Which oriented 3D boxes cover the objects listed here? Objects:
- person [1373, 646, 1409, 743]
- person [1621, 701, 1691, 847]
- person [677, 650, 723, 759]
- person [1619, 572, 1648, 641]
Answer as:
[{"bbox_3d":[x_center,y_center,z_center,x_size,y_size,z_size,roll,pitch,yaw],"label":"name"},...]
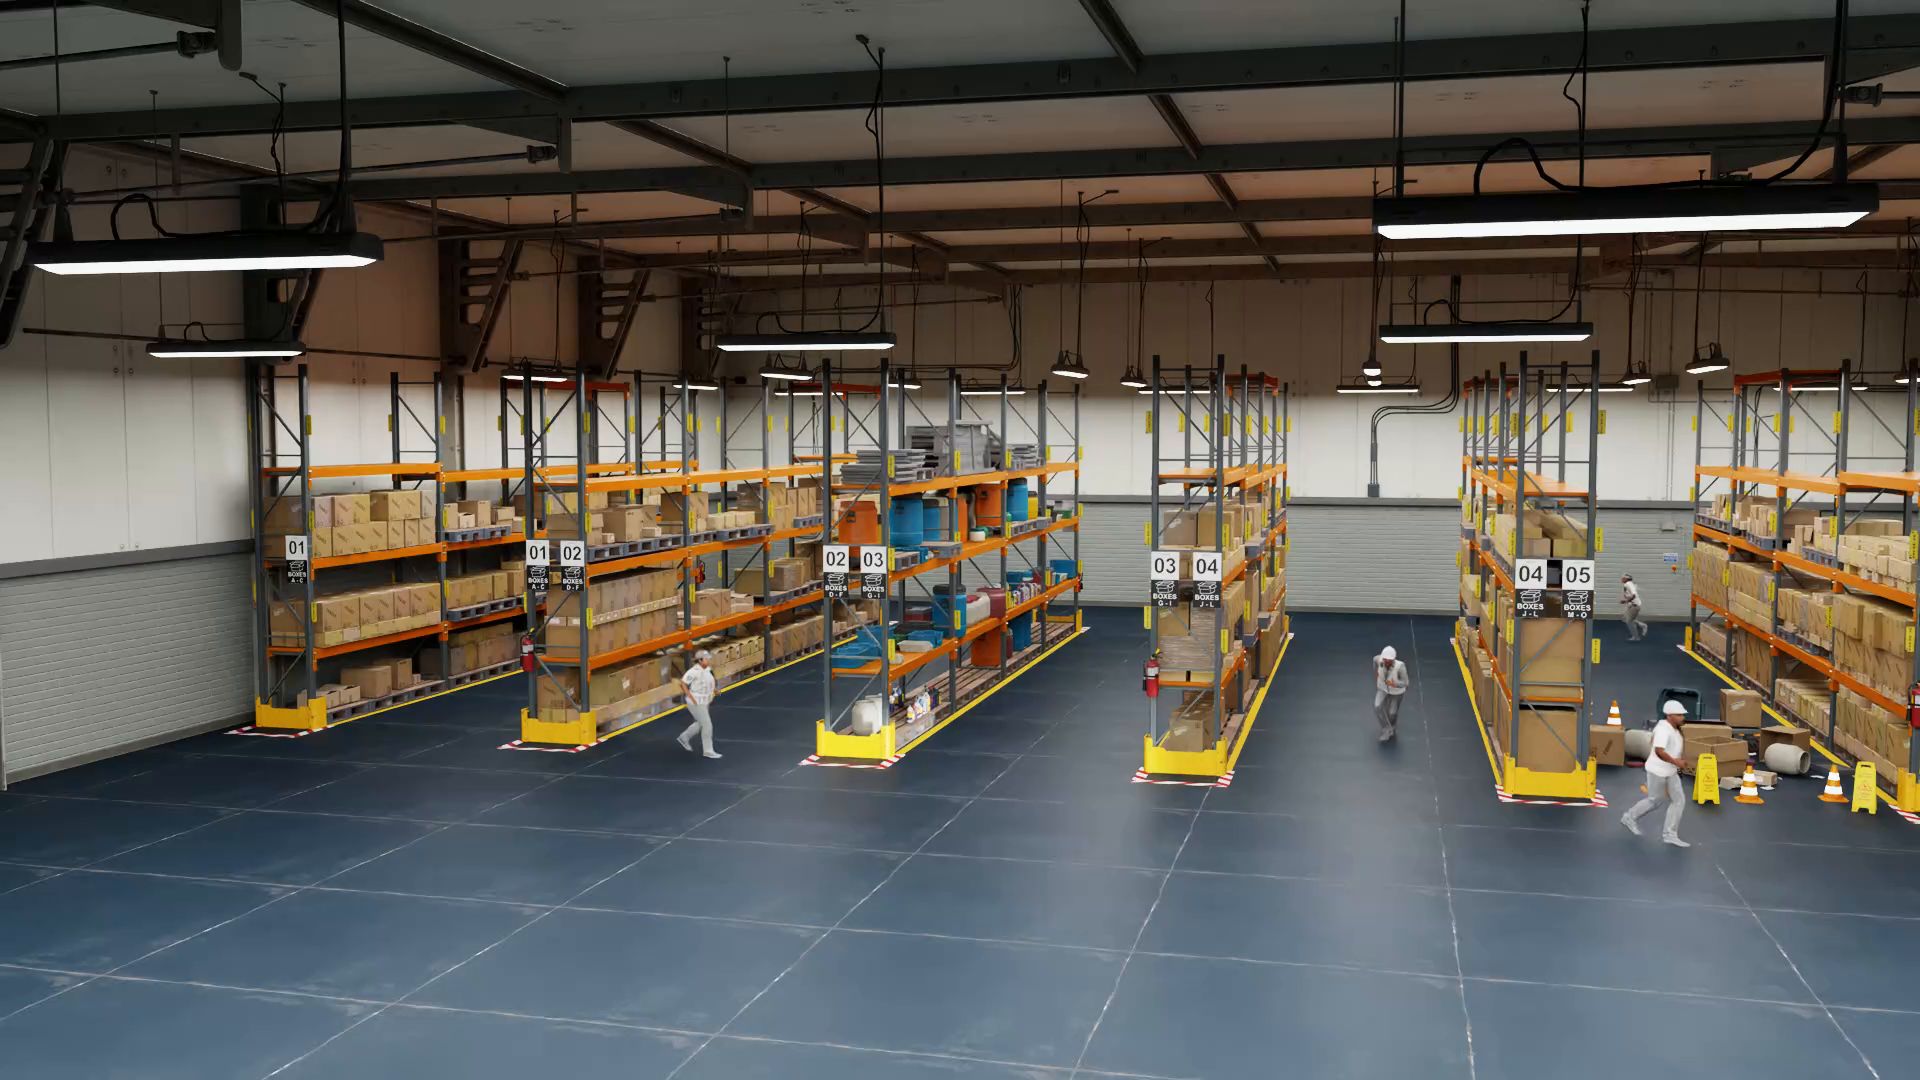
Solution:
[{"bbox_3d":[6.873,2.419,26.479,0.640,1.553,1.160,2,4,26],"label":"person"},{"bbox_3d":[8.293,2.759,19.838,0.848,1.736,0.664,4,5,44],"label":"person"},{"bbox_3d":[-4.001,2.458,25.014,0.822,1.642,0.624,2,4,26],"label":"person"},{"bbox_3d":[15.631,1.541,38.583,0.654,1.616,0.557,1,4,14],"label":"person"}]
